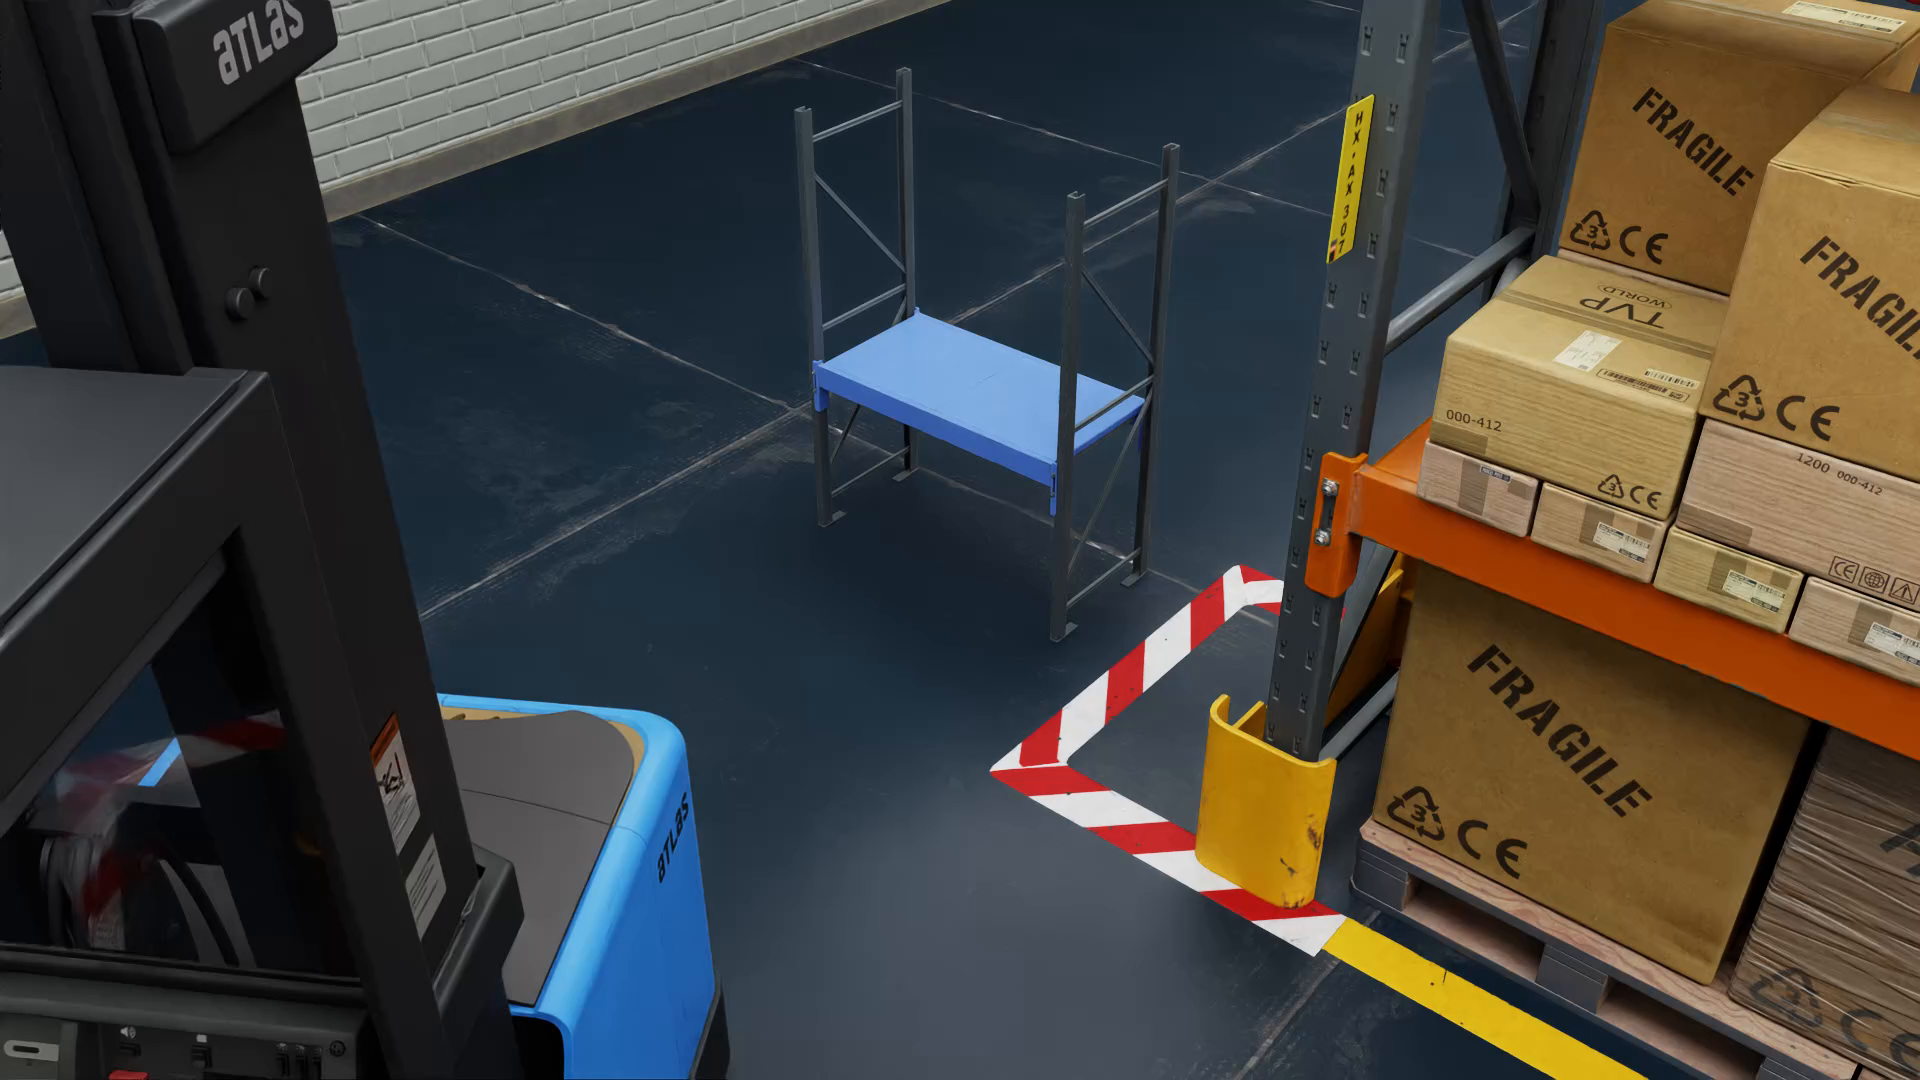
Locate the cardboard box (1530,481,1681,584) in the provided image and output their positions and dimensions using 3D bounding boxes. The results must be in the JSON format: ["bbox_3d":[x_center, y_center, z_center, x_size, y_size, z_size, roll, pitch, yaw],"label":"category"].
[{"bbox_3d":[1.394,-0.095,3.461,0.250,0.149,0.380,25,41,31],"label":"cardboard box"}]

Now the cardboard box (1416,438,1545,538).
[{"bbox_3d":[1.196,-0.188,3.596,0.250,0.149,0.380,26,42,32],"label":"cardboard box"}]

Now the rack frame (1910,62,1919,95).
[{"bbox_3d":[4.386,-2.685,7.010,0.127,3.000,1.000,25,42,32],"label":"rack frame"}]

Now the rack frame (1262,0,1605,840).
[{"bbox_3d":[1.135,-0.563,3.921,0.127,3.000,1.000,25,42,32],"label":"rack frame"}]

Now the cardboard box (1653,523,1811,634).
[{"bbox_3d":[1.591,-0.003,3.326,0.250,0.149,0.380,24,41,31],"label":"cardboard box"}]

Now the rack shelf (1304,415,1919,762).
[{"bbox_3d":[2.672,0.458,3.070,4.000,0.370,1.077,25,42,32],"label":"rack shelf"}]

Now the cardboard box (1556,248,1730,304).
[{"bbox_3d":[1.677,-0.564,3.792,0.500,0.250,0.500,25,41,31],"label":"cardboard box"}]

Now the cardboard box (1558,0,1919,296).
[{"bbox_3d":[1.677,-0.871,3.576,0.500,0.500,0.500,26,42,32],"label":"cardboard box"}]

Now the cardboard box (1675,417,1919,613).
[{"bbox_3d":[1.734,-0.147,3.185,0.500,0.250,0.500,25,41,31],"label":"cardboard box"}]

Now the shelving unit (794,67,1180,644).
[{"bbox_3d":[0.066,-0.587,5.280,1.048,1.500,0.538,25,42,32],"label":"shelving unit"}]

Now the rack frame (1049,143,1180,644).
[{"bbox_3d":[0.456,-0.403,5.012,0.032,1.500,0.500,25,42,32],"label":"rack frame"}]

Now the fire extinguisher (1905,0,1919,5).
[{"bbox_3d":[4.487,-2.791,7.562,0.183,0.674,0.296,25,42,32],"label":"fire extinguisher"}]

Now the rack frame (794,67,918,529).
[{"bbox_3d":[-0.325,-0.771,5.549,0.032,1.500,0.500,25,42,32],"label":"rack frame"}]

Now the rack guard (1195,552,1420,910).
[{"bbox_3d":[1.116,0.458,4.641,0.348,0.500,1.175,25,42,32],"label":"rack guard"}]

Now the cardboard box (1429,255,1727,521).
[{"bbox_3d":[1.331,-0.333,3.455,0.500,0.250,0.500,24,41,31],"label":"cardboard box"}]

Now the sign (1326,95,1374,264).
[{"bbox_3d":[0.775,-0.714,3.305,0.005,0.325,0.100,25,42,32],"label":"sign"}]

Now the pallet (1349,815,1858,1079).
[{"bbox_3d":[1.799,0.842,4.338,1.213,0.211,1.003,25,42,32],"label":"pallet"}]

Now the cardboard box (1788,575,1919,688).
[{"bbox_3d":[1.793,0.091,3.190,0.250,0.149,0.380,25,41,31],"label":"cardboard box"}]

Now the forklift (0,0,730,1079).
[{"bbox_3d":[-1.235,0.817,1.971,1.130,2.935,3.031,4,35,6],"label":"forklift"}]

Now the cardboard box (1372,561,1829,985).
[{"bbox_3d":[1.678,0.336,4.116,0.875,0.875,0.875,25,42,32],"label":"cardboard box"}]

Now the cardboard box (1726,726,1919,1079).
[{"bbox_3d":[2.377,0.666,3.637,0.875,0.875,0.875,25,42,32],"label":"cardboard box"}]

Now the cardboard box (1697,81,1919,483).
[{"bbox_3d":[1.715,-0.461,2.979,0.500,0.500,0.500,24,41,31],"label":"cardboard box"}]

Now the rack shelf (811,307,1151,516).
[{"bbox_3d":[0.066,-0.439,5.382,1.000,0.185,0.538,25,42,32],"label":"rack shelf"}]
